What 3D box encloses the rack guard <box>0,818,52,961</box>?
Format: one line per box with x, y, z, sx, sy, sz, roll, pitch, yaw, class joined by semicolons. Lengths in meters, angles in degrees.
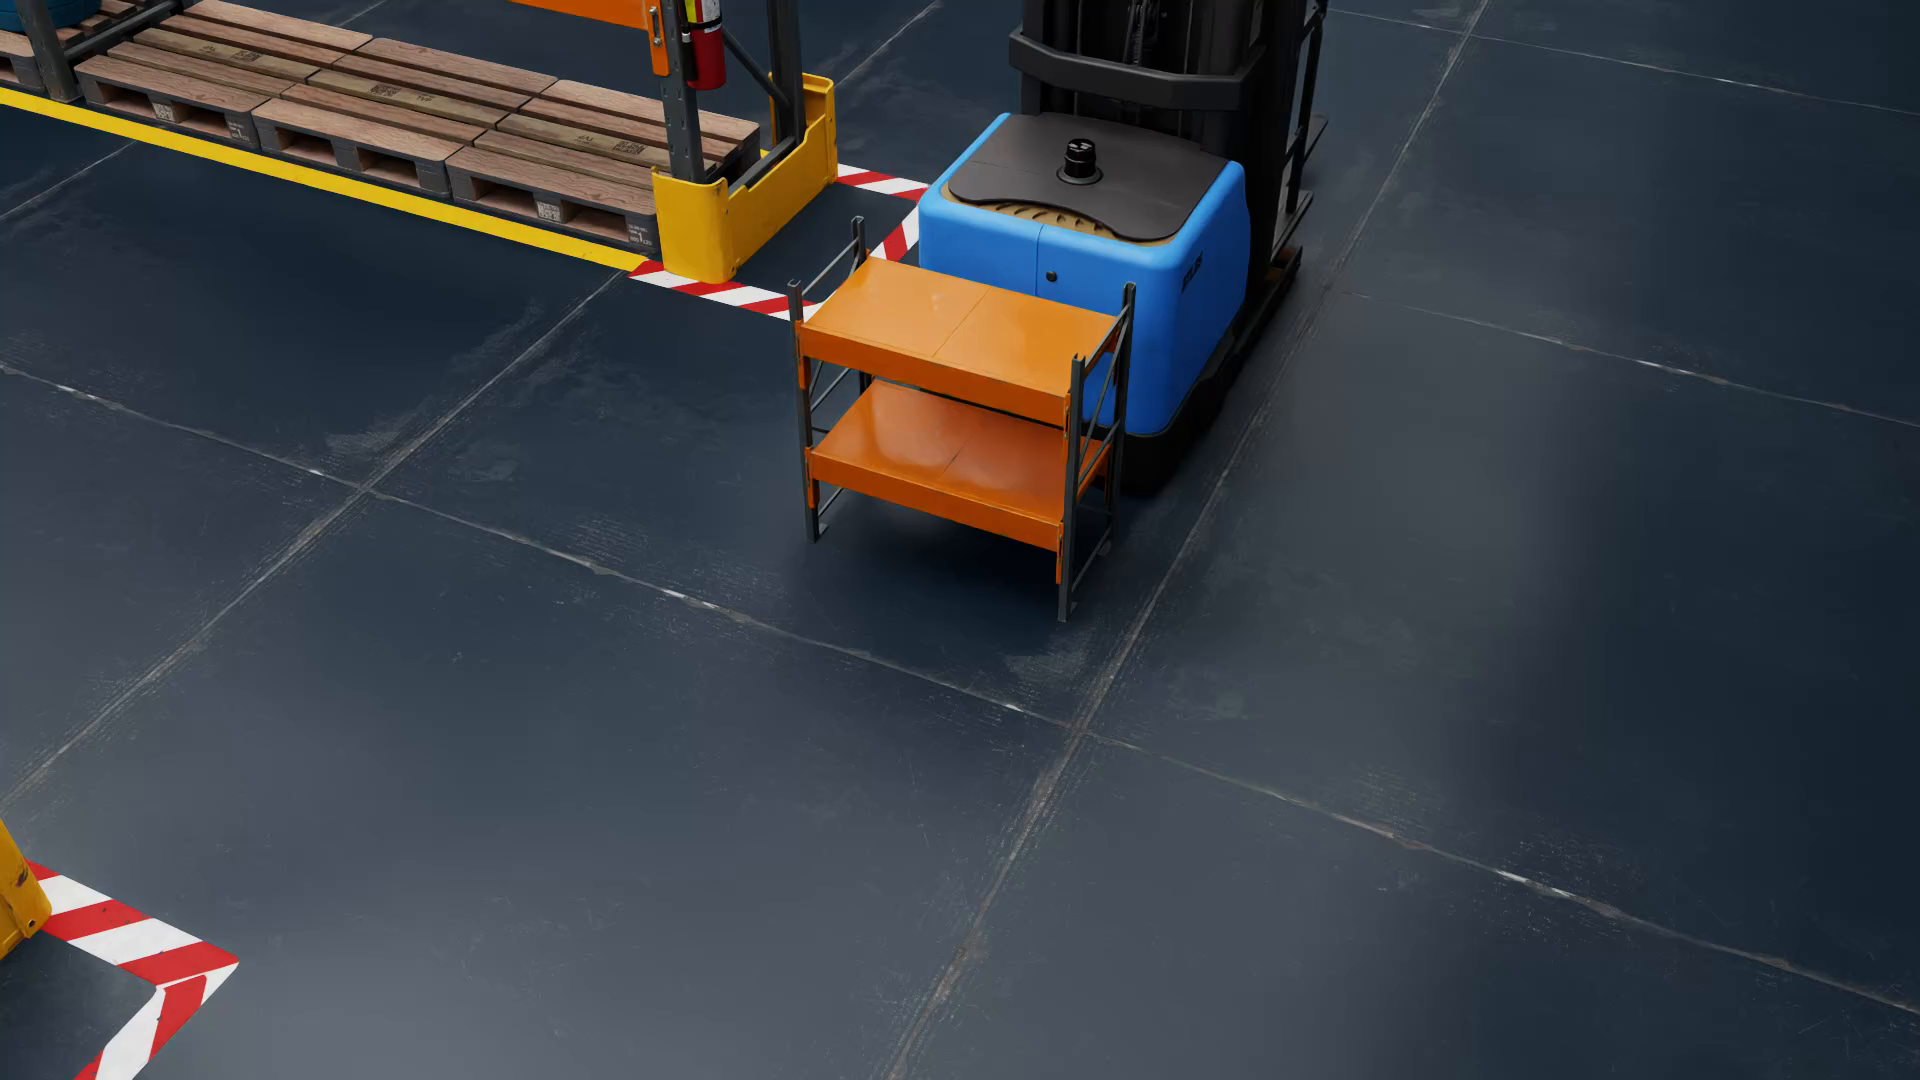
-3.092;1.211;4.471;0.348;0.500;1.175;17;44;19;rack guard

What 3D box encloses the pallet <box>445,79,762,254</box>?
-1.751;-1.878;8.255;1.213;0.211;1.003;17;44;19;pallet

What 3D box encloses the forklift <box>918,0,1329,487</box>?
0.911;-2.278;6.641;1.130;2.935;3.031;17;44;19;forklift

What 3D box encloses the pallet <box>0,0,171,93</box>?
-5.326;-2.972;9.518;1.213;0.211;1.003;17;44;19;pallet

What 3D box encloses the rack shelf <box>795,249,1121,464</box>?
0.006;-0.644;5.688;1.000;0.278;0.538;17;44;19;rack shelf

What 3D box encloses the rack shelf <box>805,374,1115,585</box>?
0.006;-0.238;6.040;1.000;0.278;0.538;17;44;19;rack shelf

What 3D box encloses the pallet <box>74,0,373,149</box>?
-3.962;-2.553;9.035;1.213;0.211;1.003;17;44;19;pallet

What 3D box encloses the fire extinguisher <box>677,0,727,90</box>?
-1.075;-2.198;6.840;0.183;0.674;0.296;17;44;19;fire extinguisher

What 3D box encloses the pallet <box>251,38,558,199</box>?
-2.852;-2.216;8.646;1.213;0.211;1.003;17;44;19;pallet

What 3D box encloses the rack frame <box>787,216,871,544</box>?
-0.455;-0.564;6.042;0.032;1.125;0.500;17;44;19;rack frame

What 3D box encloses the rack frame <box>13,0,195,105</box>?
-4.645;-3.788;8.330;0.127;3.000;1.000;17;44;19;rack frame

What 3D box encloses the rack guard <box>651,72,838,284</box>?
-0.992;-1.737;7.872;0.348;0.500;1.175;17;44;19;rack guard

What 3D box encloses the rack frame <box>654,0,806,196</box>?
-1.020;-2.680;7.052;0.127;3.000;1.000;17;44;19;rack frame

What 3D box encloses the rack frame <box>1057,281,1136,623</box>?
0.467;-0.282;5.717;0.032;1.125;0.500;17;44;19;rack frame

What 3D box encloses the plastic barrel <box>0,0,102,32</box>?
-5.130;-3.314;9.065;0.708;0.901;0.600;17;44;19;plastic barrel

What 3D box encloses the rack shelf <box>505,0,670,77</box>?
-2.832;-2.962;7.926;4.000;0.370;1.077;17;44;19;rack shelf

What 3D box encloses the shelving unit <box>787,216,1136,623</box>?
0.006;-0.423;5.879;1.048;1.125;0.538;17;44;19;shelving unit
